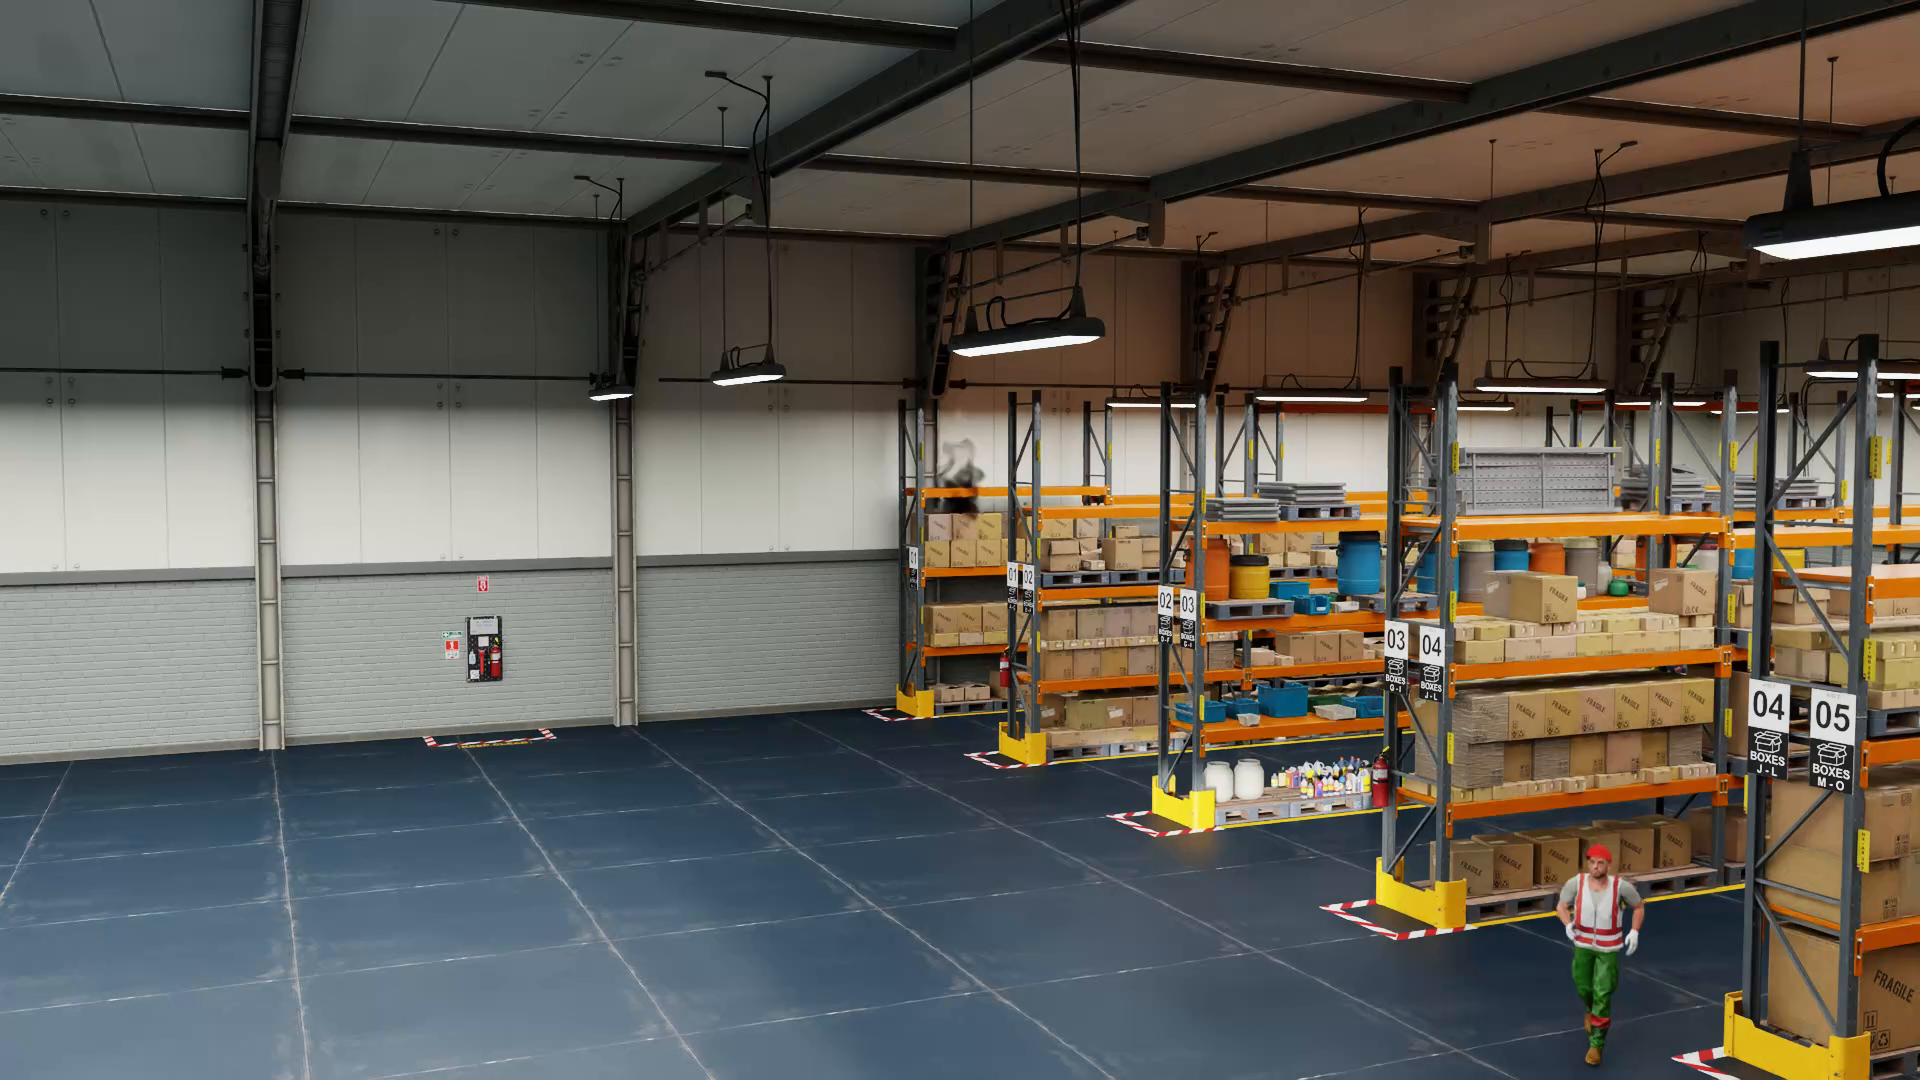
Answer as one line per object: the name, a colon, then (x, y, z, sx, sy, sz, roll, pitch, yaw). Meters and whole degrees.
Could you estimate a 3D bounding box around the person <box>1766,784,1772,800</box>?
person: (11.565, 2.934, 23.765, 0.733, 1.783, 0.671, -2, 4, -27)

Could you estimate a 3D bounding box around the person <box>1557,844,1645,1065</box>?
person: (5.423, 3.448, 14.108, 0.694, 1.788, 0.843, 2, 4, 26)
